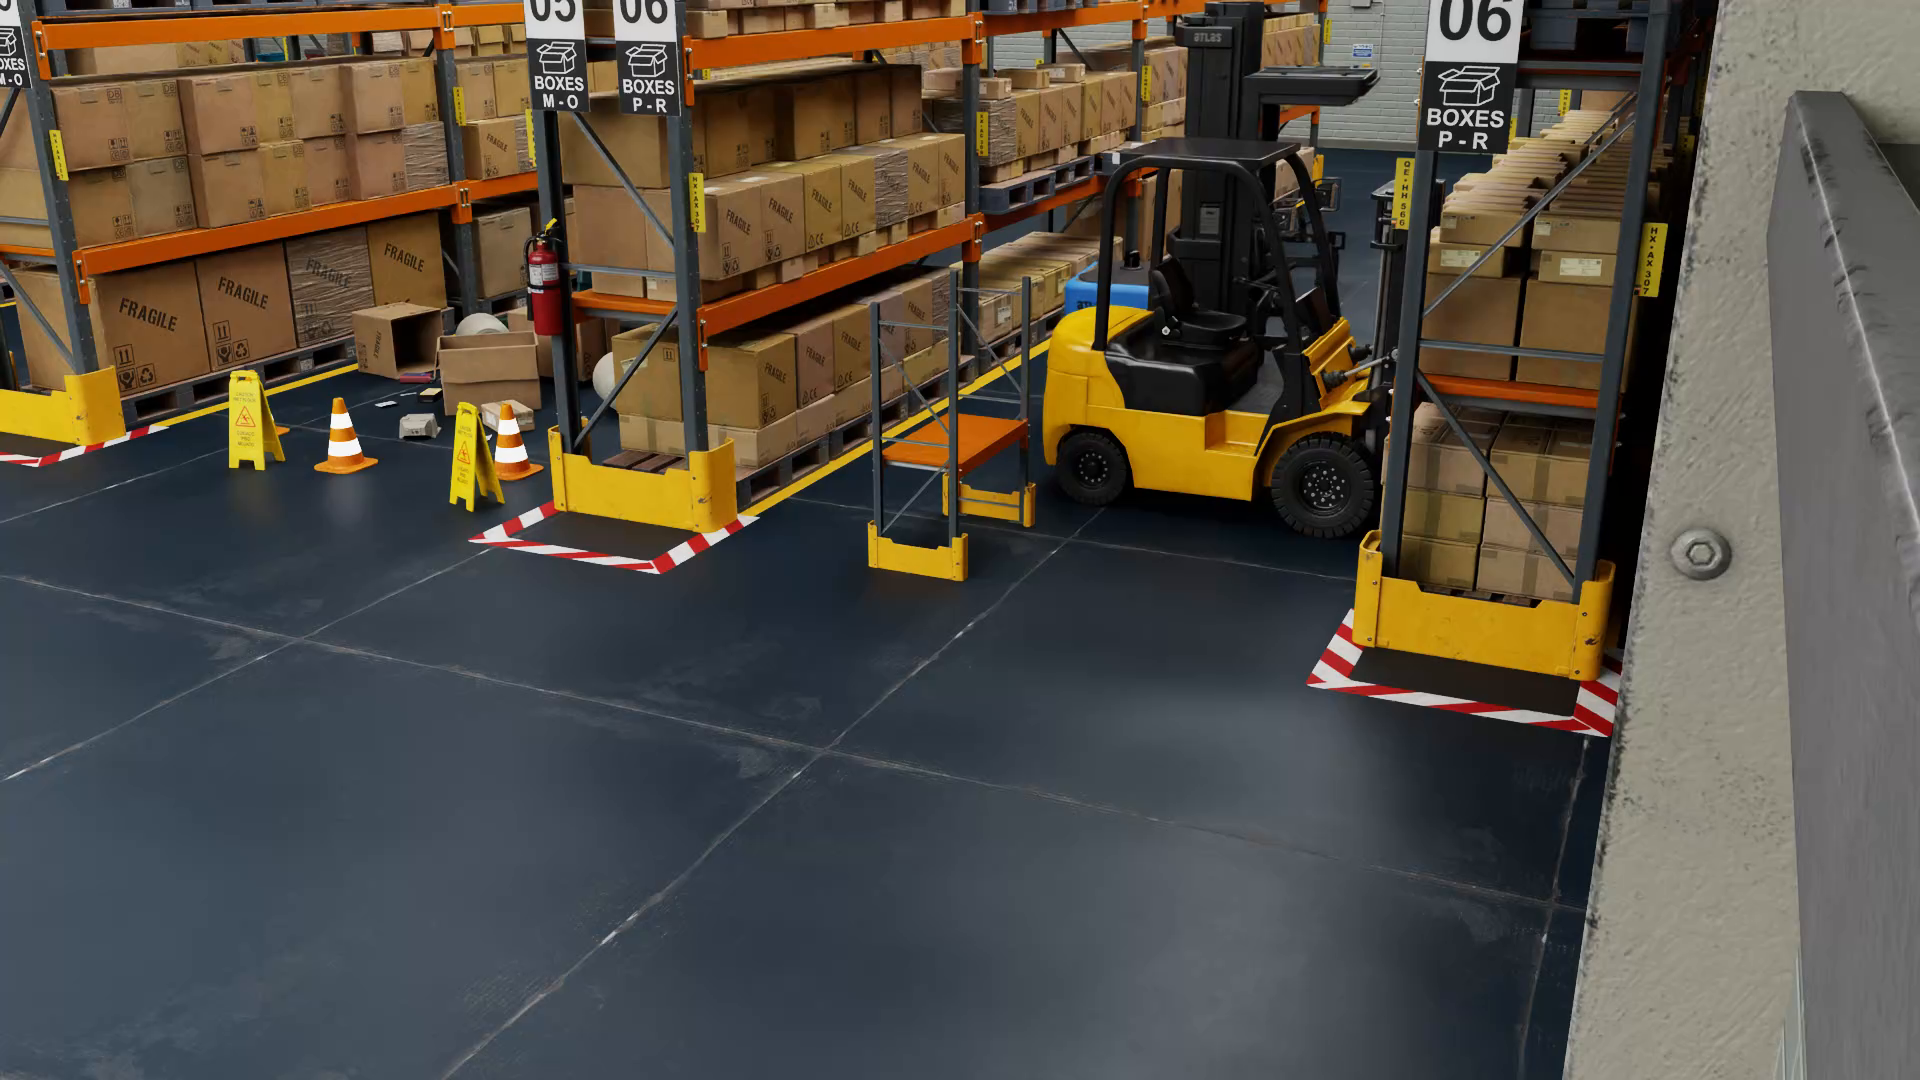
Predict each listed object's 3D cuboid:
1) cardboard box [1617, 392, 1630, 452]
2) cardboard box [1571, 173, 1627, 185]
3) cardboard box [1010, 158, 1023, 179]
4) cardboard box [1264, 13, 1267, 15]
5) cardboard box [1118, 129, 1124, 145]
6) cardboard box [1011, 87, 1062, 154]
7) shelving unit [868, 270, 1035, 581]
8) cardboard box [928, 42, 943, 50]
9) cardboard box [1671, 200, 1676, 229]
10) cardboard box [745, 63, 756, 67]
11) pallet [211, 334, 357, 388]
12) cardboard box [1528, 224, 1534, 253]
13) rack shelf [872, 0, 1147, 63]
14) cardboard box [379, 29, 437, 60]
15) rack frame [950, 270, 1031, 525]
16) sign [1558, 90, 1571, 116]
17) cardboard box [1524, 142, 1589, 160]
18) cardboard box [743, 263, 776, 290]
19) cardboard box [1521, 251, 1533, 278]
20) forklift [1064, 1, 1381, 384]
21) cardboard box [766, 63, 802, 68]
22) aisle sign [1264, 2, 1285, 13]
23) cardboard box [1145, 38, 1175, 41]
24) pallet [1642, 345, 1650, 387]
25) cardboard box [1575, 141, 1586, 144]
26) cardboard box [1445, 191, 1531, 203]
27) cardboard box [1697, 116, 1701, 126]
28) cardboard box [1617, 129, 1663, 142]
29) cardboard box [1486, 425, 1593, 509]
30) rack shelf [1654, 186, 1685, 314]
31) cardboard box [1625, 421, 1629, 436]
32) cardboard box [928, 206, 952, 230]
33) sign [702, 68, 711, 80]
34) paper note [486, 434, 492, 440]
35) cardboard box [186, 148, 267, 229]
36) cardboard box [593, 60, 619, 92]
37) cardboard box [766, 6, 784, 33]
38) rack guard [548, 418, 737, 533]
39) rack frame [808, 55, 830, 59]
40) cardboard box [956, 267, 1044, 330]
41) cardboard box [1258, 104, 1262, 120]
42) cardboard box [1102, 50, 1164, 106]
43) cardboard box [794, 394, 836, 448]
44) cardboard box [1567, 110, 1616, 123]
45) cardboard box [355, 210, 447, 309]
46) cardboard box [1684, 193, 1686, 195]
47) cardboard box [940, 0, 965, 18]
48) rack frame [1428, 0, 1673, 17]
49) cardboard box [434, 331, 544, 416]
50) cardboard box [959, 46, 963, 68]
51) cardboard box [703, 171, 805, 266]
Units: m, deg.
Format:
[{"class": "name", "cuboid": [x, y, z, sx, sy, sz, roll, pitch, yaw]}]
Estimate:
[{"class": "cardboard box", "cuboid": [3.782, -0.746, 10.120, 0.500, 0.250, 0.500, 8, 21, 22]}, {"class": "cardboard box", "cuboid": [3.553, -1.911, 9.105, 0.380, 0.149, 0.250, 9, 21, 23]}, {"class": "cardboard box", "cuboid": [0.294, -3.059, 13.642, 0.380, 0.149, 0.250, 9, 21, 24]}, {"class": "cardboard box", "cuboid": [3.931, -7.047, 22.497, 0.380, 0.149, 0.250, 9, 22, 24]}, {"class": "cardboard box", "cuboid": [1.343, -3.857, 15.885, 0.380, 0.149, 0.250, 9, 21, 24]}, {"class": "cardboard box", "cuboid": [0.542, -3.570, 14.111, 0.500, 0.500, 0.500, 8, 21, 22]}, {"class": "shelving unit", "cuboid": [-0.031, -0.683, 9.452, 0.587, 1.500, 1.083, 9, 21, 23]}, {"class": "cardboard box", "cuboid": [-0.561, -7.103, 23.178, 0.500, 0.500, 0.500, 8, 21, 21]}, {"class": "cardboard box", "cuboid": [5.059, -2.454, 12.417, 0.500, 0.250, 0.500, 9, 21, 23]}, {"class": "cardboard box", "cuboid": [-2.722, -5.780, 20.404, 0.380, 0.149, 0.250, 9, 22, 25]}, {"class": "pallet", "cuboid": [-5.770, -1.517, 13.720, 1.003, 0.211, 1.213, 9, 21, 23]}, {"class": "cardboard box", "cuboid": [2.799, -1.601, 8.675, 0.380, 0.149, 0.250, 8, 21, 22]}, {"class": "rack shelf", "cuboid": [0.488, -4.465, 14.443, 1.077, 0.370, 4.000, 9, 21, 23]}, {"class": "cardboard box", "cuboid": [-7.151, -6.301, 21.364, 0.797, 0.503, 0.637, 9, 22, 24]}, {"class": "rack frame", "cuboid": [0.173, -0.836, 9.881, 0.500, 1.500, 0.032, 9, 21, 23]}, {"class": "sign", "cuboid": [5.338, -3.901, 14.652, 0.100, 0.325, 0.005, 9, 21, 23]}, {"class": "cardboard box", "cuboid": [3.789, -2.440, 10.592, 0.380, 0.149, 0.250, 9, 21, 24]}, {"class": "cardboard box", "cuboid": [-1.368, -1.662, 10.341, 0.380, 0.149, 0.250, 8, 21, 21]}, {"class": "cardboard box", "cuboid": [2.744, -1.267, 8.705, 0.500, 0.500, 0.500, 9, 22, 24]}, {"class": "forklift", "cuboid": [2.302, -2.183, 11.533, 3.031, 2.935, 1.130, 6, 20, 17]}, {"class": "cardboard box", "cuboid": [-2.133, -5.685, 20.137, 0.380, 0.149, 0.250, 8, 21, 20]}, {"class": "aisle sign", "cuboid": [4.348, -7.734, 23.159, 0.394, 0.787, 0.004, 9, 21, 23]}, {"class": "cardboard box", "cuboid": [2.319, -5.488, 19.083, 0.500, 0.500, 0.500, 8, 21, 22]}, {"class": "pallet", "cuboid": [4.963, -1.390, 13.362, 1.003, 0.211, 1.213, 9, 21, 23]}, {"class": "cardboard box", "cuboid": [4.360, -2.834, 12.144, 0.380, 0.149, 0.250, 8, 21, 21]}, {"class": "cardboard box", "cuboid": [2.670, -1.671, 8.429, 0.380, 0.149, 0.250, 9, 22, 24]}, {"class": "cardboard box", "cuboid": [7.924, -4.728, 18.367, 0.500, 0.250, 0.500, 8, 21, 22]}, {"class": "cardboard box", "cuboid": [5.277, -3.075, 12.822, 0.380, 0.149, 0.250, 9, 22, 24]}, {"class": "cardboard box", "cuboid": [2.930, -0.370, 8.318, 0.500, 0.250, 0.500, 8, 21, 22]}, {"class": "rack shelf", "cuboid": [5.018, -2.371, 13.033, 1.077, 0.370, 4.000, 9, 21, 23]}, {"class": "cardboard box", "cuboid": [4.184, -0.825, 11.089, 0.500, 0.250, 0.500, 9, 21, 23]}, {"class": "cardboard box", "cuboid": [-0.281, -2.443, 12.537, 0.380, 0.149, 0.250, 9, 22, 24]}, {"class": "sign", "cuboid": [-2.743, -5.120, 17.962, 0.100, 0.325, 0.005, 9, 21, 23]}, {"class": "paper note", "cuboid": [-3.398, -0.719, 11.745, 0.148, 0.019, 0.142, 1, 20, 4]}, {"class": "cardboard box", "cuboid": [-5.867, -2.720, 12.716, 0.875, 0.550, 0.550, 9, 21, 23]}, {"class": "cardboard box", "cuboid": [-3.858, -4.720, 16.923, 0.700, 0.500, 0.500, 8, 21, 22]}, {"class": "cardboard box", "cuboid": [-1.293, -3.156, 10.064, 0.380, 0.149, 0.250, 8, 21, 22]}, {"class": "rack guard", "cuboid": [-1.938, -0.401, 10.151, 1.175, 0.500, 0.348, 9, 21, 23]}, {"class": "rack frame", "cuboid": [-1.613, -5.873, 21.805, 1.000, 3.000, 0.127, 9, 21, 23]}, {"class": "cardboard box", "cuboid": [0.173, -2.119, 14.547, 0.950, 0.372, 0.625, 10, 22, 26]}, {"class": "cardboard box", "cuboid": [3.376, -5.379, 20.268, 0.500, 0.500, 0.500, 9, 22, 24]}, {"class": "cardboard box", "cuboid": [1.732, -4.637, 16.689, 0.500, 0.500, 0.500, 8, 21, 21]}, {"class": "cardboard box", "cuboid": [-1.171, -0.822, 11.080, 0.500, 0.250, 0.500, 9, 22, 25]}, {"class": "cardboard box", "cuboid": [5.437, -3.617, 14.346, 0.380, 0.149, 0.250, 9, 22, 24]}, {"class": "cardboard box", "cuboid": [-5.210, -2.441, 14.701, 0.875, 0.875, 0.875, 9, 21, 24]}, {"class": "cardboard box", "cuboid": [7.392, -3.561, 17.442, 0.380, 0.149, 0.250, 9, 21, 23]}, {"class": "cardboard box", "cuboid": [-0.182, -3.935, 12.256, 0.380, 0.149, 0.250, 9, 21, 23]}, {"class": "rack frame", "cuboid": [2.561, -3.703, 6.750, 1.000, 3.000, 0.127, 9, 21, 23]}, {"class": "cardboard box", "cuboid": [-3.560, -1.264, 12.572, 0.797, 0.503, 0.637, -5, 20, -15]}, {"class": "cardboard box", "cuboid": [-0.140, -6.953, 24.251, 0.500, 0.500, 0.500, 8, 21, 22]}, {"class": "cardboard box", "cuboid": [-1.313, -2.009, 10.347, 0.500, 0.500, 0.500, 9, 22, 24]}]
